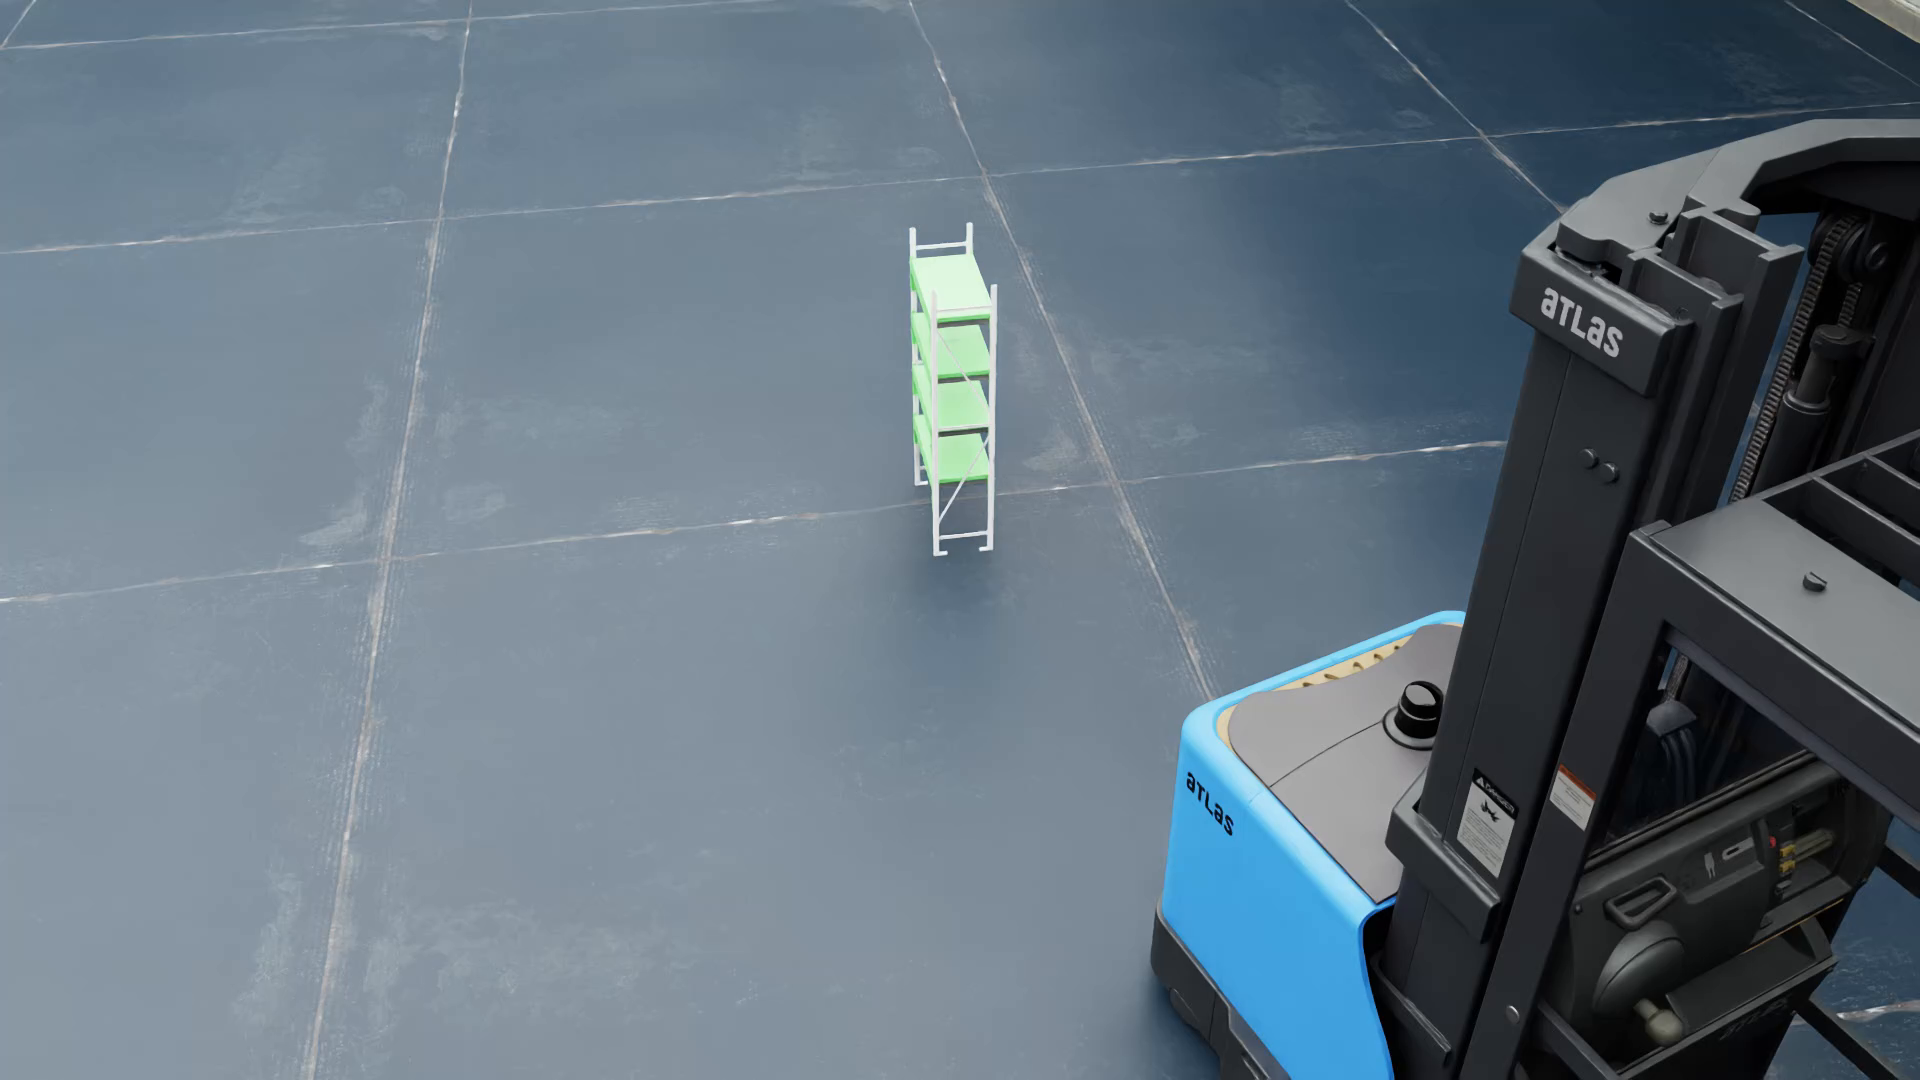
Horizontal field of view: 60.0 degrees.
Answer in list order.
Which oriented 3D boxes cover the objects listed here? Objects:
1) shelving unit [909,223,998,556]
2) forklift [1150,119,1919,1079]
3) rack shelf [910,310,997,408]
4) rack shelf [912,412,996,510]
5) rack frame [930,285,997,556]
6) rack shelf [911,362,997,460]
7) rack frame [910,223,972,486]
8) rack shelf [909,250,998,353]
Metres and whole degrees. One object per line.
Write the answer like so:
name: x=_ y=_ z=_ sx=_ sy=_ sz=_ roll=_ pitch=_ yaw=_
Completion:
shelving unit: x=-0.029 y=-0.574 z=6.511 sx=0.258 sy=1.200 sz=0.503 roll=-6 pitch=38 yaw=-8
forklift: x=1.712 y=0.807 z=3.322 sx=1.130 sy=2.935 sz=3.031 roll=-18 pitch=41 yaw=-22
rack shelf: x=-0.029 y=-0.713 z=6.403 sx=0.258 sy=0.148 sz=0.480 roll=-6 pitch=38 yaw=-8
rack shelf: x=-0.029 y=-0.334 z=6.697 sx=0.258 sy=0.148 sz=0.480 roll=-6 pitch=38 yaw=-8
rack frame: x=0.014 y=-0.426 z=6.321 sx=0.240 sy=1.200 sz=0.015 roll=-6 pitch=38 yaw=-8
rack shelf: x=-0.029 y=-0.523 z=6.550 sx=0.258 sy=0.148 sz=0.480 roll=-6 pitch=38 yaw=-8
rack frame: x=-0.072 y=-0.721 z=6.700 sx=0.240 sy=1.200 sz=0.015 roll=-6 pitch=38 yaw=-8
rack shelf: x=-0.029 y=-0.902 z=6.255 sx=0.258 sy=0.148 sz=0.480 roll=-6 pitch=38 yaw=-8
